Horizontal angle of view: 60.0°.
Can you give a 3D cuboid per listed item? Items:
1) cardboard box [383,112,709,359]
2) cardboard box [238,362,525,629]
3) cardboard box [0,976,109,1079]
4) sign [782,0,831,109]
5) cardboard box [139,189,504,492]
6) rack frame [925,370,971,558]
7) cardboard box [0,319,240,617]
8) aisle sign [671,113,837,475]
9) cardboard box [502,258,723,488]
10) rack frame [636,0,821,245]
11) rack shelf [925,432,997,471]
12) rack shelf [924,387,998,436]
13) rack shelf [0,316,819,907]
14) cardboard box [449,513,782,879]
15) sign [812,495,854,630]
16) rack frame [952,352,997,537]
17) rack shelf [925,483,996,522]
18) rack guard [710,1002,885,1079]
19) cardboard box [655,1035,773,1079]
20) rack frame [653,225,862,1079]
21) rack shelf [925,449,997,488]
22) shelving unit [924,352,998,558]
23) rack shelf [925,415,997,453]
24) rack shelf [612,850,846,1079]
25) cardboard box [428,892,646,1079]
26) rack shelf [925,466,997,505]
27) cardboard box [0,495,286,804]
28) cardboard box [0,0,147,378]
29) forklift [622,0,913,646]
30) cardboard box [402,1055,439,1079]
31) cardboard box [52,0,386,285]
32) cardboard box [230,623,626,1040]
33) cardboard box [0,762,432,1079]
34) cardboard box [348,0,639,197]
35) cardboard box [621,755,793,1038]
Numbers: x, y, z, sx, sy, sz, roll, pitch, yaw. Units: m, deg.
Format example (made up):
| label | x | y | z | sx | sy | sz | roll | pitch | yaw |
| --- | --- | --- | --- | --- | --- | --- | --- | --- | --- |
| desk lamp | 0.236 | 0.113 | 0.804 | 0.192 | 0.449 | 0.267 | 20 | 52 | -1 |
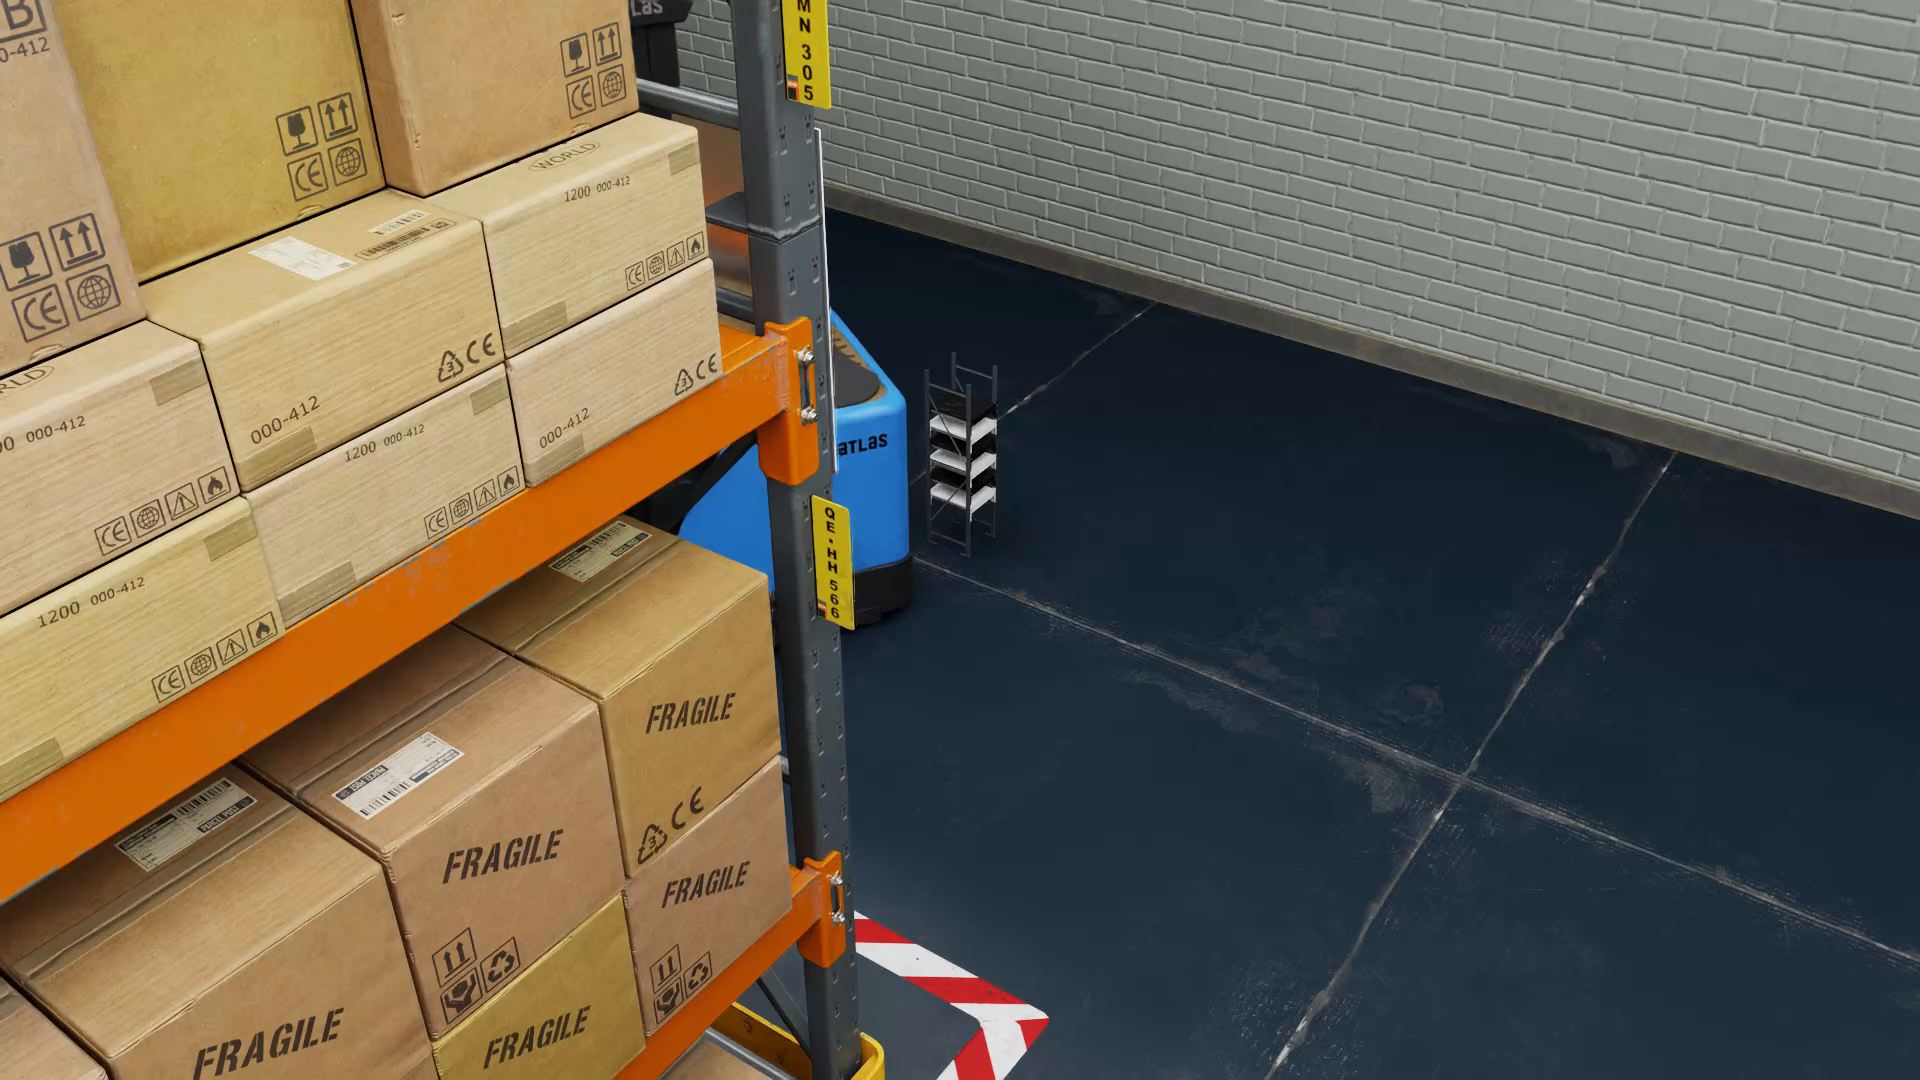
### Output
| label | x | y | z | sx | sy | sz | roll | pitch | yaw |
| --- | --- | --- | --- | --- | --- | --- | --- | --- | --- |
| cardboard box | -0.808 | -0.592 | 2.958 | 0.500 | 0.250 | 0.500 | 21 | 39 | 28 |
| cardboard box | -1.095 | -0.156 | 2.759 | 0.500 | 0.250 | 0.500 | 21 | 39 | 28 |
| cardboard box | -1.624 | 1.024 | 2.577 | 0.500 | 0.500 | 0.500 | 23 | 40 | 30 |
| sign | -0.280 | -0.946 | 3.002 | 0.100 | 0.325 | 0.005 | 21 | 39 | 28 |
| cardboard box | -1.093 | -0.362 | 2.618 | 0.500 | 0.250 | 0.500 | 21 | 39 | 28 |
| rack frame | -0.053 | -0.330 | 7.434 | 0.240 | 0.900 | 0.006 | 21 | 39 | 28 |
| cardboard box | -1.381 | -0.133 | 2.279 | 0.500 | 0.250 | 0.500 | 21 | 39 | 28 |
| aisle sign | -0.434 | -0.533 | 3.540 | 0.394 | 0.787 | 0.004 | 21 | 39 | 28 |
| cardboard box | -0.801 | -0.382 | 3.094 | 0.500 | 0.250 | 0.500 | 21 | 39 | 28 |
| rack frame | -0.725 | -2.008 | 2.686 | 1.000 | 3.000 | 0.127 | 21 | 39 | 28 |
| rack shelf | 0.005 | -0.423 | 7.472 | 0.258 | 0.077 | 0.200 | 21 | 39 | 28 |
| rack shelf | 0.005 | -0.573 | 7.371 | 0.258 | 0.077 | 0.200 | 21 | 39 | 28 |
| rack shelf | -1.865 | 0.453 | 2.367 | 1.077 | 0.370 | 4.000 | 21 | 39 | 28 |
| cardboard box | -0.752 | 0.314 | 3.626 | 0.500 | 0.500 | 0.500 | 21 | 39 | 28 |
| sign | -0.280 | 0.053 | 3.678 | 0.100 | 0.325 | 0.005 | 21 | 39 | 28 |
| rack frame | 0.063 | -0.423 | 7.573 | 0.240 | 0.900 | 0.006 | 21 | 39 | 28 |
| rack shelf | 0.005 | -0.200 | 7.623 | 0.258 | 0.077 | 0.200 | 21 | 39 | 28 |
| rack guard | -0.768 | 1.548 | 5.015 | 1.175 | 0.500 | 0.348 | 21 | 39 | 28 |
| cardboard box | -0.832 | 1.659 | 4.457 | 0.500 | 0.500 | 0.500 | 21 | 39 | 28 |
| rack frame | -0.725 | 0.477 | 4.367 | 1.000 | 3.000 | 0.127 | 21 | 39 | 28 |
| rack shelf | 0.005 | -0.349 | 7.522 | 0.258 | 0.077 | 0.200 | 21 | 39 | 28 |
| shelving unit | 0.005 | -0.376 | 7.503 | 0.258 | 0.900 | 0.210 | 21 | 39 | 28 |
| rack shelf | 0.005 | -0.498 | 7.421 | 0.258 | 0.077 | 0.200 | 21 | 39 | 28 |
| rack shelf | -1.865 | 1.696 | 3.207 | 1.077 | 0.370 | 4.000 | 21 | 39 | 28 |
| cardboard box | -1.049 | 0.969 | 3.550 | 0.500 | 0.500 | 0.500 | 22 | 40 | 29 |
| rack shelf | 0.005 | -0.274 | 7.573 | 0.258 | 0.077 | 0.200 | 21 | 39 | 28 |
| cardboard box | -1.369 | 0.078 | 2.413 | 0.500 | 0.250 | 0.500 | 21 | 39 | 28 |
| cardboard box | -1.556 | -0.512 | 2.170 | 0.700 | 0.500 | 0.500 | 21 | 39 | 28 |
| forklift | -1.770 | -0.819 | 6.344 | 3.031 | 2.935 | 1.130 | -13 | 36 | -19 |
| cardboard box | -1.338 | 1.197 | 3.214 | 0.500 | 0.500 | 0.500 | 22 | 40 | 29 |
| cardboard box | -1.359 | -0.776 | 2.561 | 0.700 | 0.500 | 0.500 | 21 | 39 | 28 |
| cardboard box | -1.040 | 0.547 | 3.281 | 0.500 | 0.500 | 0.500 | 22 | 40 | 29 |
| cardboard box | -1.332 | 0.787 | 2.926 | 0.500 | 0.500 | 0.500 | 22 | 40 | 29 |
| cardboard box | -1.004 | -0.979 | 2.861 | 0.700 | 0.500 | 0.500 | 21 | 39 | 28 |
| cardboard box | -0.756 | 0.729 | 3.905 | 0.500 | 0.500 | 0.500 | 23 | 40 | 30 |
